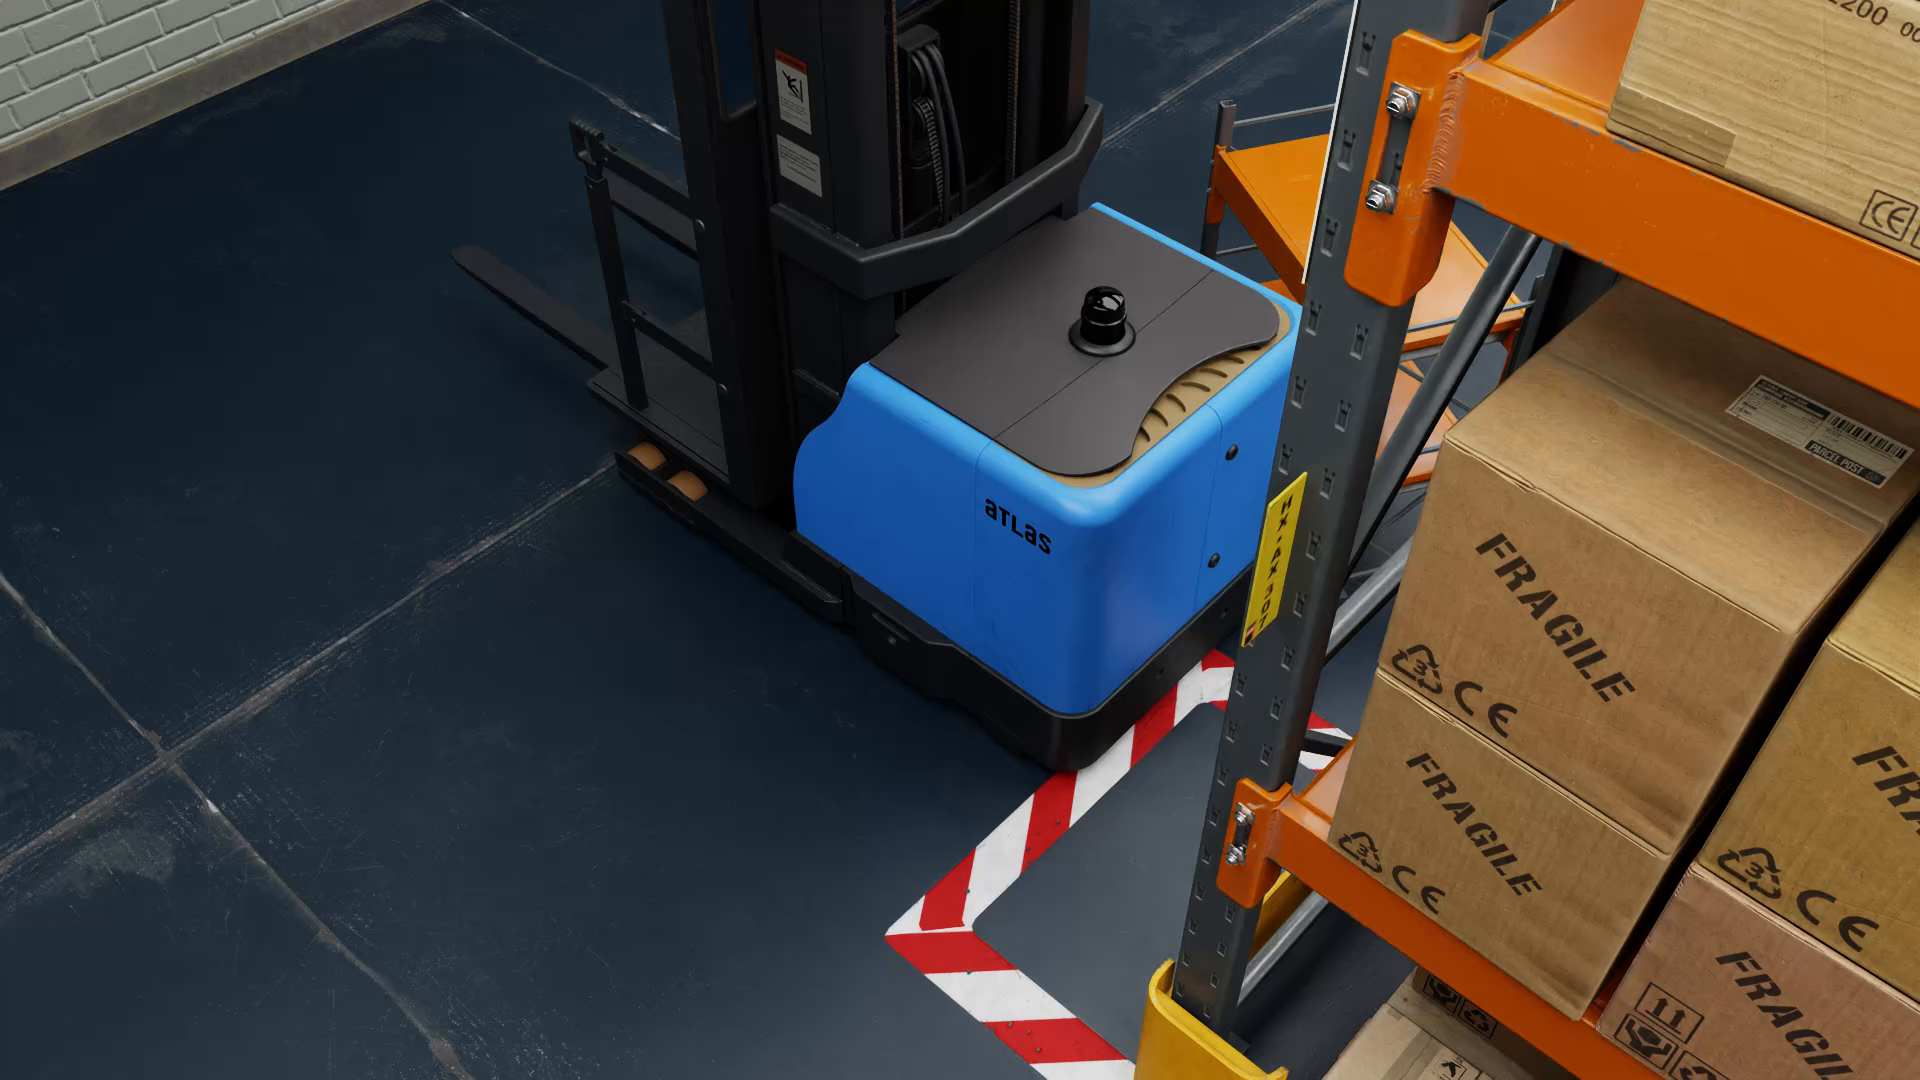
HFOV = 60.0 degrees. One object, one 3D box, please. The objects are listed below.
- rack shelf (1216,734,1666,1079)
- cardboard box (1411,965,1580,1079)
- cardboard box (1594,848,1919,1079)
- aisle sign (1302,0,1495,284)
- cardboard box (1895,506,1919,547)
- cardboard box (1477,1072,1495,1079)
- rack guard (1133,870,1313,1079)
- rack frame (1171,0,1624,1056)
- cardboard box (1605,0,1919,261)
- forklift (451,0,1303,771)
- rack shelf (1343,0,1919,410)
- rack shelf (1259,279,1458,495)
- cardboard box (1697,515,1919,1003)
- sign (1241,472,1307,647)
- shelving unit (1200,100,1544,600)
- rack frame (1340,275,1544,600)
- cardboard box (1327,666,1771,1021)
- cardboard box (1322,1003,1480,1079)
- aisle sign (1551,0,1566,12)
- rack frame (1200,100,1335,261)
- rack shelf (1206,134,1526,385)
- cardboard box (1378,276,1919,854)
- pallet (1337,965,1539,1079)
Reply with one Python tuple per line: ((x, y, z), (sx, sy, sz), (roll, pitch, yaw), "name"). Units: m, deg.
((2.323, 1.275, 2.489), (4.000, 0.370, 1.077), (34, 55, 28), "rack shelf")
((1.420, 0.881, 3.778), (0.500, 0.500, 0.500), (34, 55, 28), "cardboard box")
((1.383, 0.618, 2.543), (0.500, 0.500, 0.500), (33, 55, 27), "cardboard box")
((0.604, -0.727, 2.092), (0.004, 0.787, 0.394), (34, 55, 28), "aisle sign")
((1.738, -0.015, 2.452), (0.500, 0.500, 0.500), (35, 56, 29), "cardboard box")
((1.111, 1.374, 3.544), (0.250, 0.166, 0.380), (34, 55, 28), "cardboard box")
((0.909, 0.933, 4.031), (0.348, 0.500, 1.175), (34, 55, 28), "rack guard")
((0.853, 0.040, 3.155), (0.127, 3.000, 1.000), (34, 55, 28), "rack frame")
((1.058, -0.546, 1.750), (0.500, 0.250, 0.500), (34, 55, 28), "cardboard box")
((-0.466, -1.312, 4.471), (3.031, 2.935, 1.130), (33, 55, 27), "forklift")
((2.323, 0.248, 1.396), (4.000, 0.370, 1.077), (34, 55, 28), "rack shelf")
((1.163, -0.436, 5.223), (0.538, 0.278, 1.000), (-13, 48, -12), "rack shelf")
((1.390, 0.278, 2.177), (0.500, 0.500, 0.500), (35, 56, 28), "cardboard box")
((0.485, 0.034, 2.567), (0.005, 0.325, 0.100), (34, 55, 28), "sign")
((1.163, -0.603, 5.044), (0.538, 1.125, 1.048), (-13, 48, -12), "shelving unit")
((1.315, -0.249, 4.712), (0.500, 1.125, 0.032), (-13, 48, -12), "rack frame")
((1.000, 0.366, 2.780), (0.500, 0.500, 0.500), (35, 56, 28), "cardboard box")
((0.928, 1.256, 3.667), (0.250, 0.149, 0.380), (34, 55, 28), "cardboard box")
((1.011, -1.048, 2.393), (0.004, 0.787, 0.394), (34, 55, 28), "aisle sign")
((1.011, -0.957, 5.377), (0.500, 1.125, 0.032), (-13, 48, -12), "rack frame")
((1.163, -0.803, 4.831), (0.538, 0.278, 1.000), (-13, 48, -12), "rack shelf")
((1.000, 0.024, 2.416), (0.500, 0.500, 0.500), (36, 56, 29), "cardboard box")
((1.495, 1.425, 3.767), (1.213, 0.211, 1.003), (34, 55, 28), "pallet")
